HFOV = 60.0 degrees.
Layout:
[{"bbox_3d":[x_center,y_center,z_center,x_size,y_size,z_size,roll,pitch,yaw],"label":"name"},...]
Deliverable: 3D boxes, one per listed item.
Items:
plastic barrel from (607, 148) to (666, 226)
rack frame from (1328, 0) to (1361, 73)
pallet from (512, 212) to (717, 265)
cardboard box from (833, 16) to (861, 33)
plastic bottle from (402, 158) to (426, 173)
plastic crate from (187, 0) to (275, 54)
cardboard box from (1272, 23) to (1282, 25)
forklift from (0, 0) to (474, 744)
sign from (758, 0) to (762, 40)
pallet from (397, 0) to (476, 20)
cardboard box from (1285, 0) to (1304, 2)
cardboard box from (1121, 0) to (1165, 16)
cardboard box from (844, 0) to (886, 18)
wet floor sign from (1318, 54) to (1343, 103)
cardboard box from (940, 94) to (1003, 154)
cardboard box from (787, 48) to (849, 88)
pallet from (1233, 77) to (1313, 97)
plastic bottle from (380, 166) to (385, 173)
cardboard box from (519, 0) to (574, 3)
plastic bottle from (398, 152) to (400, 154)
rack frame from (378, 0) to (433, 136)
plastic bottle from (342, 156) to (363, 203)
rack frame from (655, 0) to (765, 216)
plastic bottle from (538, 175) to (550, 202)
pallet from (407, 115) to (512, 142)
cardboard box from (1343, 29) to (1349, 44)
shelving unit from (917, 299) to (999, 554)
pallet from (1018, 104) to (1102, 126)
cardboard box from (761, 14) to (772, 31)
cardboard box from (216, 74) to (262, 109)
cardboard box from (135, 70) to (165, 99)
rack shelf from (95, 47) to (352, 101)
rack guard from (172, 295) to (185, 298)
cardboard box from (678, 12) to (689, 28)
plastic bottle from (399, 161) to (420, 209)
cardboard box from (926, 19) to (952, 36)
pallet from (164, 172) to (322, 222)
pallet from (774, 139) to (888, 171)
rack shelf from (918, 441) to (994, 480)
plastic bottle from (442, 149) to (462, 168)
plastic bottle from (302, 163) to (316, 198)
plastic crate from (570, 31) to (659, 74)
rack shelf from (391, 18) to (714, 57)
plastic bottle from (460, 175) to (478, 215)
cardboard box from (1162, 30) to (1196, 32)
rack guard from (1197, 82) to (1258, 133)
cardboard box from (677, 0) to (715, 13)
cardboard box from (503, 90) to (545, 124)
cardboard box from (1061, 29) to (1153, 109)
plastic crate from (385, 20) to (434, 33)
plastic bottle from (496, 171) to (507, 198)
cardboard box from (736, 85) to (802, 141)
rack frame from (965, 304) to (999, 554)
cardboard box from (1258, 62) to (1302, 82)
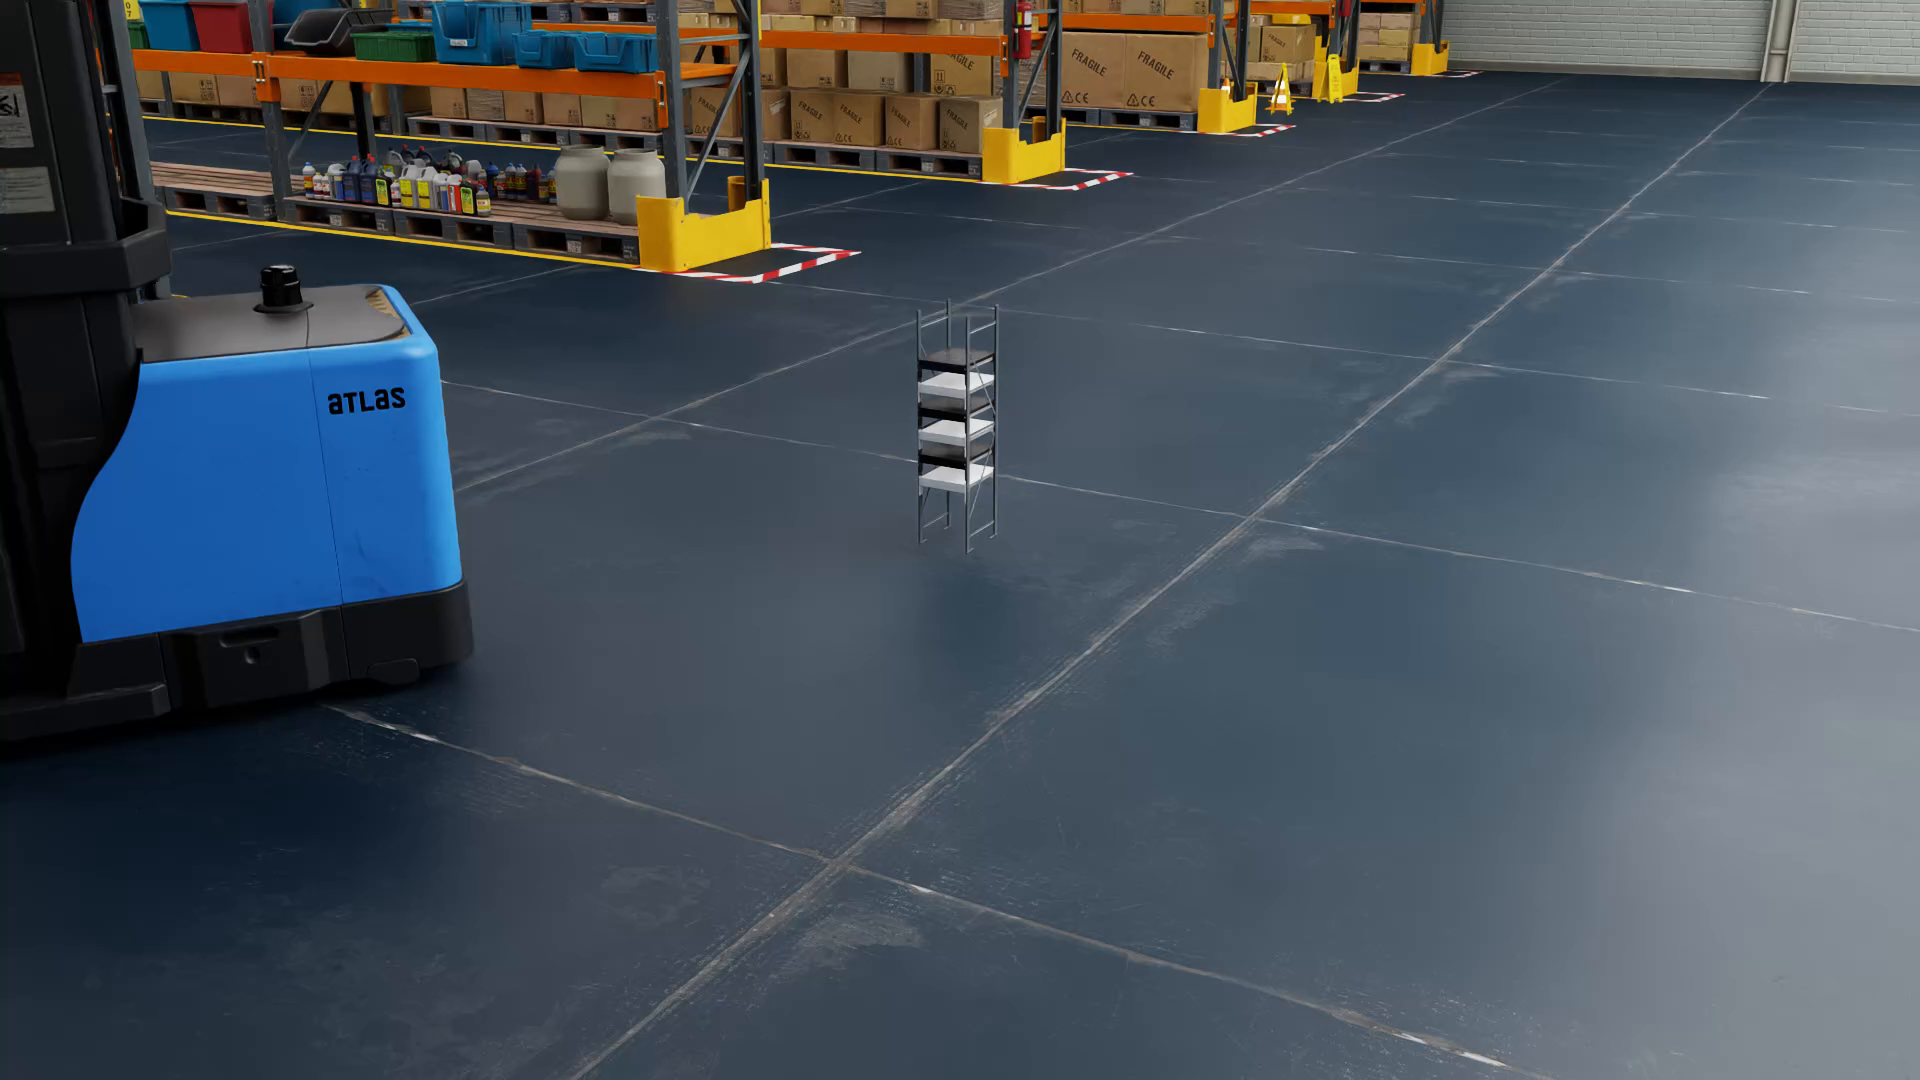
[{"bbox_3d":[-2.338,-2.563,12.063,0.421,0.512,0.421,0,20,0],"label":"plastic barrel"},{"bbox_3d":[5.522,-7.873,23.670,0.127,3.000,1.000,11,23,27],"label":"rack frame"},{"bbox_3d":[-2.522,-2.273,12.320,1.213,0.211,1.003,11,23,27],"label":"pallet"},{"bbox_3d":[-1.021,-5.009,16.142,0.250,0.149,0.380,11,23,27],"label":"cardboard box"},{"bbox_3d":[-4.399,-2.938,13.415,0.135,0.276,0.152,11,23,27],"label":"plastic bottle"},{"bbox_3d":[-5.791,-4.133,13.266,0.583,0.464,0.402,11,23,27],"label":"plastic crate"},{"bbox_3d":[4.473,-7.436,24.782,0.500,0.500,0.500,10,22,25],"label":"cardboard box"},{"bbox_3d":[-3.080,-0.889,4.519,3.031,2.935,1.130,-9,22,-23],"label":"forklift"},{"bbox_3d":[-1.454,-3.741,11.874,0.005,0.325,0.100,11,23,27],"label":"sign"},{"bbox_3d":[-5.621,-6.076,18.998,1.003,0.211,1.213,11,23,27],"label":"pallet"},{"bbox_3d":[4.816,-7.762,23.734,0.250,0.149,0.380,10,22,27],"label":"cardboard box"},{"bbox_3d":[2.359,-6.586,19.903,0.550,0.550,0.875,11,23,27],"label":"cardboard box"},{"bbox_3d":[-0.688,-5.352,16.139,0.500,0.500,0.875,11,23,27],"label":"cardboard box"},{"bbox_3d":[5.166,-6.416,23.106,0.267,0.644,0.232,-16,26,-38],"label":"wet floor sign"},{"bbox_3d":[0.152,-4.054,16.191,0.500,0.500,0.500,16,25,37],"label":"cardboard box"},{"bbox_3d":[-1.722,-6.425,22.363,0.750,0.750,1.050,11,23,27],"label":"cardboard box"},{"bbox_3d":[4.764,-6.720,24.582,1.213,0.211,1.003,11,23,27],"label":"pallet"},{"bbox_3d":[-4.531,-2.792,13.018,0.097,0.271,0.097,0,20,0],"label":"plastic bottle"},{"bbox_3d":[-4.361,-6.095,18.000,0.637,0.503,0.797,13,24,33],"label":"cardboard box"},{"bbox_3d":[-4.638,-3.061,13.744,0.133,0.283,0.061,12,23,30],"label":"plastic bottle"},{"bbox_3d":[-6.295,-6.253,19.204,0.127,3.000,1.000,11,23,27],"label":"rack frame"},{"bbox_3d":[-4.716,-2.817,12.972,0.185,0.351,0.144,11,23,29],"label":"plastic bottle"},{"bbox_3d":[-1.726,-3.448,11.472,0.127,3.000,1.000,11,23,27],"label":"rack frame"},{"bbox_3d":[-3.248,-2.751,13.008,0.097,0.201,0.097,0,20,0],"label":"plastic bottle"},{"bbox_3d":[-5.614,-4.812,19.320,1.213,0.211,1.003,11,23,27],"label":"pallet"},{"bbox_3d":[6.469,-8.645,28.482,0.500,0.250,0.500,10,22,26],"label":"cardboard box"},{"bbox_3d":[-0.007,-0.424,6.215,0.210,0.900,0.258,11,23,27],"label":"shelving unit"},{"bbox_3d":[1.399,-5.384,20.899,1.213,0.211,1.003,11,23,27],"label":"pallet"},{"bbox_3d":[-1.897,-5.173,16.596,0.250,0.149,0.380,11,23,27],"label":"cardboard box"},{"bbox_3d":[-8.438,-5.868,20.643,0.875,0.875,1.225,10,22,25],"label":"cardboard box"},{"bbox_3d":[-10.324,-6.250,21.697,0.875,0.875,0.875,11,23,27],"label":"cardboard box"},{"bbox_3d":[-6.965,-4.108,14.345,4.000,0.370,1.077,11,23,27],"label":"rack shelf"},{"bbox_3d":[-4.124,-0.795,7.824,0.348,0.500,1.175,11,23,27],"label":"rack guard"},{"bbox_3d":[-2.762,-5.344,17.068,0.250,0.149,0.380,11,23,27],"label":"cardboard box"},{"bbox_3d":[-4.180,-2.715,12.690,0.185,0.351,0.144,11,22,27],"label":"plastic bottle"},{"bbox_3d":[-0.122,-4.858,15.728,0.250,0.149,0.380,11,23,27],"label":"cardboard box"},{"bbox_3d":[-5.923,-2.921,14.109,1.213,0.211,1.003,11,23,27],"label":"pallet"},{"bbox_3d":[-1.130,-3.973,17.009,1.213,0.211,1.003,11,23,27],"label":"pallet"},{"bbox_3d":[-0.007,-0.308,6.257,0.200,0.077,0.258,11,23,27],"label":"rack shelf"},{"bbox_3d":[-4.066,-2.968,13.388,0.185,0.351,0.144,11,22,27],"label":"plastic bottle"},{"bbox_3d":[-5.154,-2.854,13.190,0.097,0.271,0.097,0,20,0],"label":"plastic bottle"},{"bbox_3d":[-2.309,-3.372,11.481,0.616,0.251,0.499,11,23,27],"label":"plastic crate"},{"bbox_3d":[-4.549,-5.582,18.410,4.000,0.370,1.077,11,23,27],"label":"rack shelf"},{"bbox_3d":[-3.655,-2.567,12.381,0.133,0.283,0.061,11,23,29],"label":"plastic bottle"},{"bbox_3d":[3.338,-7.445,24.806,0.500,0.500,0.500,12,23,30],"label":"cardboard box"},{"bbox_3d":[3.217,-5.203,19.976,0.348,0.500,1.175,11,23,27],"label":"rack guard"},{"bbox_3d":[-2.440,-5.681,17.046,0.500,0.500,0.875,11,23,27],"label":"cardboard box"},{"bbox_3d":[-4.712,-4.999,18.767,0.500,0.500,0.700,13,24,32],"label":"cardboard box"},{"bbox_3d":[1.803,-5.820,20.510,0.875,0.875,0.875,10,22,26],"label":"cardboard box"},{"bbox_3d":[-4.120,-3.940,13.046,0.616,0.251,0.499,11,23,27],"label":"plastic crate"},{"bbox_3d":[-3.630,-2.824,13.209,0.097,0.201,0.097,0,20,0],"label":"plastic bottle"},{"bbox_3d":[-1.970,-4.439,17.253,0.500,0.500,0.500,-17,26,-39],"label":"cardboard box"},{"bbox_3d":[0.082,-0.407,6.169,0.006,0.900,0.240,11,23,27],"label":"rack frame"},{"bbox_3d":[4.664,-6.836,24.228,0.500,0.250,0.500,11,23,27],"label":"cardboard box"}]
